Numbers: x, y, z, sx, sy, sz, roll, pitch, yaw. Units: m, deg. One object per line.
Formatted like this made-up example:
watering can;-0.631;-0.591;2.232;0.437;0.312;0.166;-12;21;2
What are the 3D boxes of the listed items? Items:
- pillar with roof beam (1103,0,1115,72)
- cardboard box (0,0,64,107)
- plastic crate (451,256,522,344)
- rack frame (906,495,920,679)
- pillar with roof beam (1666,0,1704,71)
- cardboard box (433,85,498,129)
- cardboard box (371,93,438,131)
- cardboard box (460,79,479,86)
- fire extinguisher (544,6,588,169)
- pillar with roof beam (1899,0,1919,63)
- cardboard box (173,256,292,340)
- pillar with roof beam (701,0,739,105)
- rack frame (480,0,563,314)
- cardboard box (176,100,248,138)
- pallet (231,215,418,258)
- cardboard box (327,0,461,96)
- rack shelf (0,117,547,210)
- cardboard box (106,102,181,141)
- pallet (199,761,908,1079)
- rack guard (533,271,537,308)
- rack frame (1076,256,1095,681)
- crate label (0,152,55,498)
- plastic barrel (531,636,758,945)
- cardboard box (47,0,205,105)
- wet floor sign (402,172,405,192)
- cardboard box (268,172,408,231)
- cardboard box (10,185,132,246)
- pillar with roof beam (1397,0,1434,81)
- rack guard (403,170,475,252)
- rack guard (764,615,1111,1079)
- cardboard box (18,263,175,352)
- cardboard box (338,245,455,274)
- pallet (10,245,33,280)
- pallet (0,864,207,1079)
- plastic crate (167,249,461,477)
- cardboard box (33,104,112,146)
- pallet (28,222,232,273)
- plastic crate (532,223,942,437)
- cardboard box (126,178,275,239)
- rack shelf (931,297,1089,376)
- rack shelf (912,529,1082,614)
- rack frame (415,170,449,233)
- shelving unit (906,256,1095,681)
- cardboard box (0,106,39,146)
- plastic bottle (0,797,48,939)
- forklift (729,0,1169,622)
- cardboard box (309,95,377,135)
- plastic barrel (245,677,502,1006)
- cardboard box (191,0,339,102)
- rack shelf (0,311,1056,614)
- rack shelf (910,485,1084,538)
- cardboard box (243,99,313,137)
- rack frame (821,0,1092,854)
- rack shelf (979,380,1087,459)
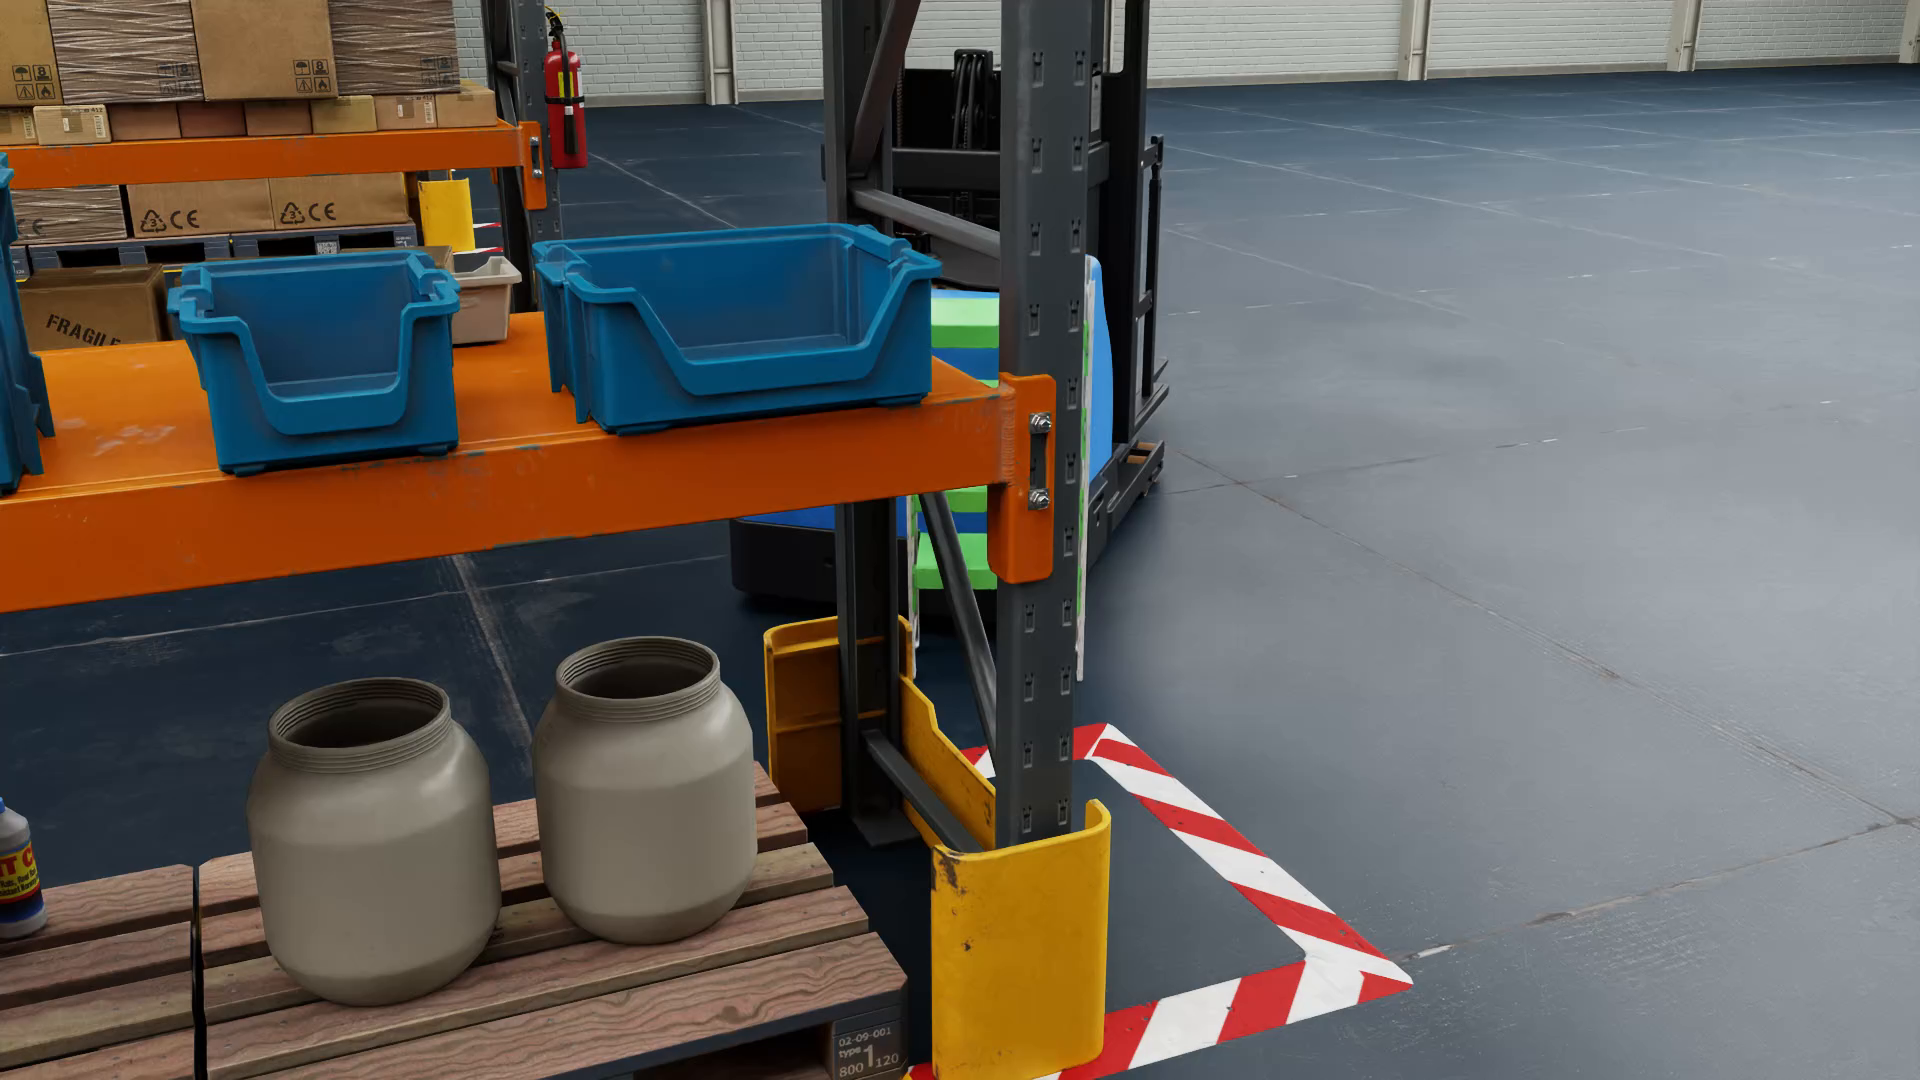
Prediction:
pillar with roof beam;3.831;-9.926;20.664;0.400;9.000;9.100;-8;21;-22
cardboard box;-3.868;-2.019;6.640;0.500;0.500;0.875;-8;21;-22
plastic crate;-0.988;-0.458;3.203;0.250;0.136;0.298;-8;21;-22
rack frame;-0.137;-0.187;4.711;0.015;1.200;0.240;1;26;2
pillar with roof beam;14.850;-11.505;25.148;0.400;9.000;9.100;-8;21;-22
cardboard box;-2.181;-1.893;7.261;0.250;0.149;0.380;-8;21;-22
cardboard box;-2.411;-1.861;7.168;0.250;0.149;0.380;-8;21;-22
cardboard box;-2.357;-2.029;7.646;0.250;0.149;0.380;-8;21;-22
fire extinguisher;-1.713;-1.950;7.161;0.183;0.674;0.296;-8;21;-22
pillar with roof beam;20.359;-12.294;27.389;0.400;9.000;9.100;-8;21;-22
cardboard box;-3.116;-0.965;7.378;0.500;0.500;0.500;-3;20;-8
pillar with roof beam;-1.678;-9.137;18.423;0.400;9.000;9.100;-8;21;-22
rack frame;-2.001;-2.112;7.505;0.127;3.000;1.000;-8;21;-22
cardboard box;-3.102;-1.764;6.893;0.250;0.149;0.380;-8;21;-22
pallet;-4.576;-2.194;11.935;1.213;0.211;1.003;-8;21;-22
cardboard box;-2.517;-2.236;7.257;0.500;0.500;0.875;-8;21;-22
rack shelf;-3.837;-1.510;6.877;4.000;0.370;1.077;-8;21;-22
cardboard box;-3.322;-1.724;6.780;0.250;0.149;0.380;-8;21;-22
pallet;-0.838;0.843;3.310;1.213;0.211;1.003;-8;21;-22
rack guard;-2.071;-0.923;7.892;0.348;0.500;1.175;-8;21;-22
rack frame;0.351;-0.182;4.696;0.015;1.200;0.240;1;26;2
crate label;-1.622;-0.294;2.287;0.616;0.435;0.502;-8;21;-22
plastic barrel;-0.613;0.483;3.246;0.421;0.512;0.421;0;19;0
cardboard box;-3.405;-2.081;6.817;0.500;0.500;0.875;-8;21;-22
wet floor sign;-4.631;-3.135;13.955;0.232;0.644;0.267;-12;23;-31
cardboard box;-4.469;-2.725;11.811;0.875;0.875;0.875;-8;21;-22
cardboard box;-6.114;-2.489;11.141;0.875;0.875;0.875;-8;21;-22
pillar with roof beam;9.341;-10.716;22.906;0.400;9.000;9.100;-8;21;-22
rack guard;-3.851;-2.462;12.262;0.348;0.500;1.175;-8;21;-22
rack guard;-0.090;0.601;3.561;0.348;0.500;1.175;-8;21;-22
cardboard box;-3.699;-0.889;7.161;0.500;0.500;0.500;-6;20;-17
cardboard box;-2.581;-1.054;7.631;0.500;0.500;0.500;-4;20;-12
pallet;-6.817;-1.873;11.023;1.213;0.211;1.003;-8;21;-22
pallet;-1.957;1.002;2.858;1.213;0.211;1.003;-8;21;-22
plastic crate;-0.979;-0.291;2.556;0.408;0.251;0.499;-8;21;-22
cardboard box;-3.517;-1.664;6.610;0.250;0.149;0.380;-8;21;-22
pallet;-5.695;-2.035;11.483;1.213;0.211;1.003;-8;21;-22
plastic crate;-0.380;-0.375;2.794;0.616;0.251;0.499;-8;21;-22
cardboard box;-5.276;-2.608;11.480;0.875;0.875;0.875;-9;21;-23
rack shelf;0.105;-0.560;4.524;0.480;0.148;0.258;1;26;2
rack shelf;0.108;0.090;4.834;0.480;0.148;0.258;1;26;2
rack frame;-3.873;-3.638;11.838;0.127;3.000;1.000;-8;21;-22
shelving unit;0.107;-0.184;4.703;0.503;1.200;0.258;1;26;2
cardboard box;-3.774;-1.652;6.577;0.250;0.149;0.380;-8;21;-22
plastic bottle;-1.827;0.621;3.188;0.097;0.271;0.097;0;19;0
forklift;0.189;-1.581;6.100;1.130;2.935;3.031;6;20;17
cardboard box;-2.620;-1.812;7.030;0.250;0.149;0.380;-8;21;-22
plastic barrel;-1.073;0.549;3.059;0.421;0.512;0.421;0;19;0
cardboard box;-2.929;-2.133;6.966;0.500;0.500;0.875;-8;21;-22
rack shelf;-1.876;0.000;2.587;4.000;0.370;1.077;-8;21;-22
rack shelf;0.107;-0.127;4.731;0.480;0.148;0.258;1;26;2
cardboard box;-2.856;-1.784;6.950;0.250;0.149;0.380;-8;21;-22
rack frame;-0.039;-0.602;3.215;0.127;3.000;1.000;-8;21;-22
rack shelf;0.106;-0.343;4.627;0.480;0.148;0.258;1;26;2
